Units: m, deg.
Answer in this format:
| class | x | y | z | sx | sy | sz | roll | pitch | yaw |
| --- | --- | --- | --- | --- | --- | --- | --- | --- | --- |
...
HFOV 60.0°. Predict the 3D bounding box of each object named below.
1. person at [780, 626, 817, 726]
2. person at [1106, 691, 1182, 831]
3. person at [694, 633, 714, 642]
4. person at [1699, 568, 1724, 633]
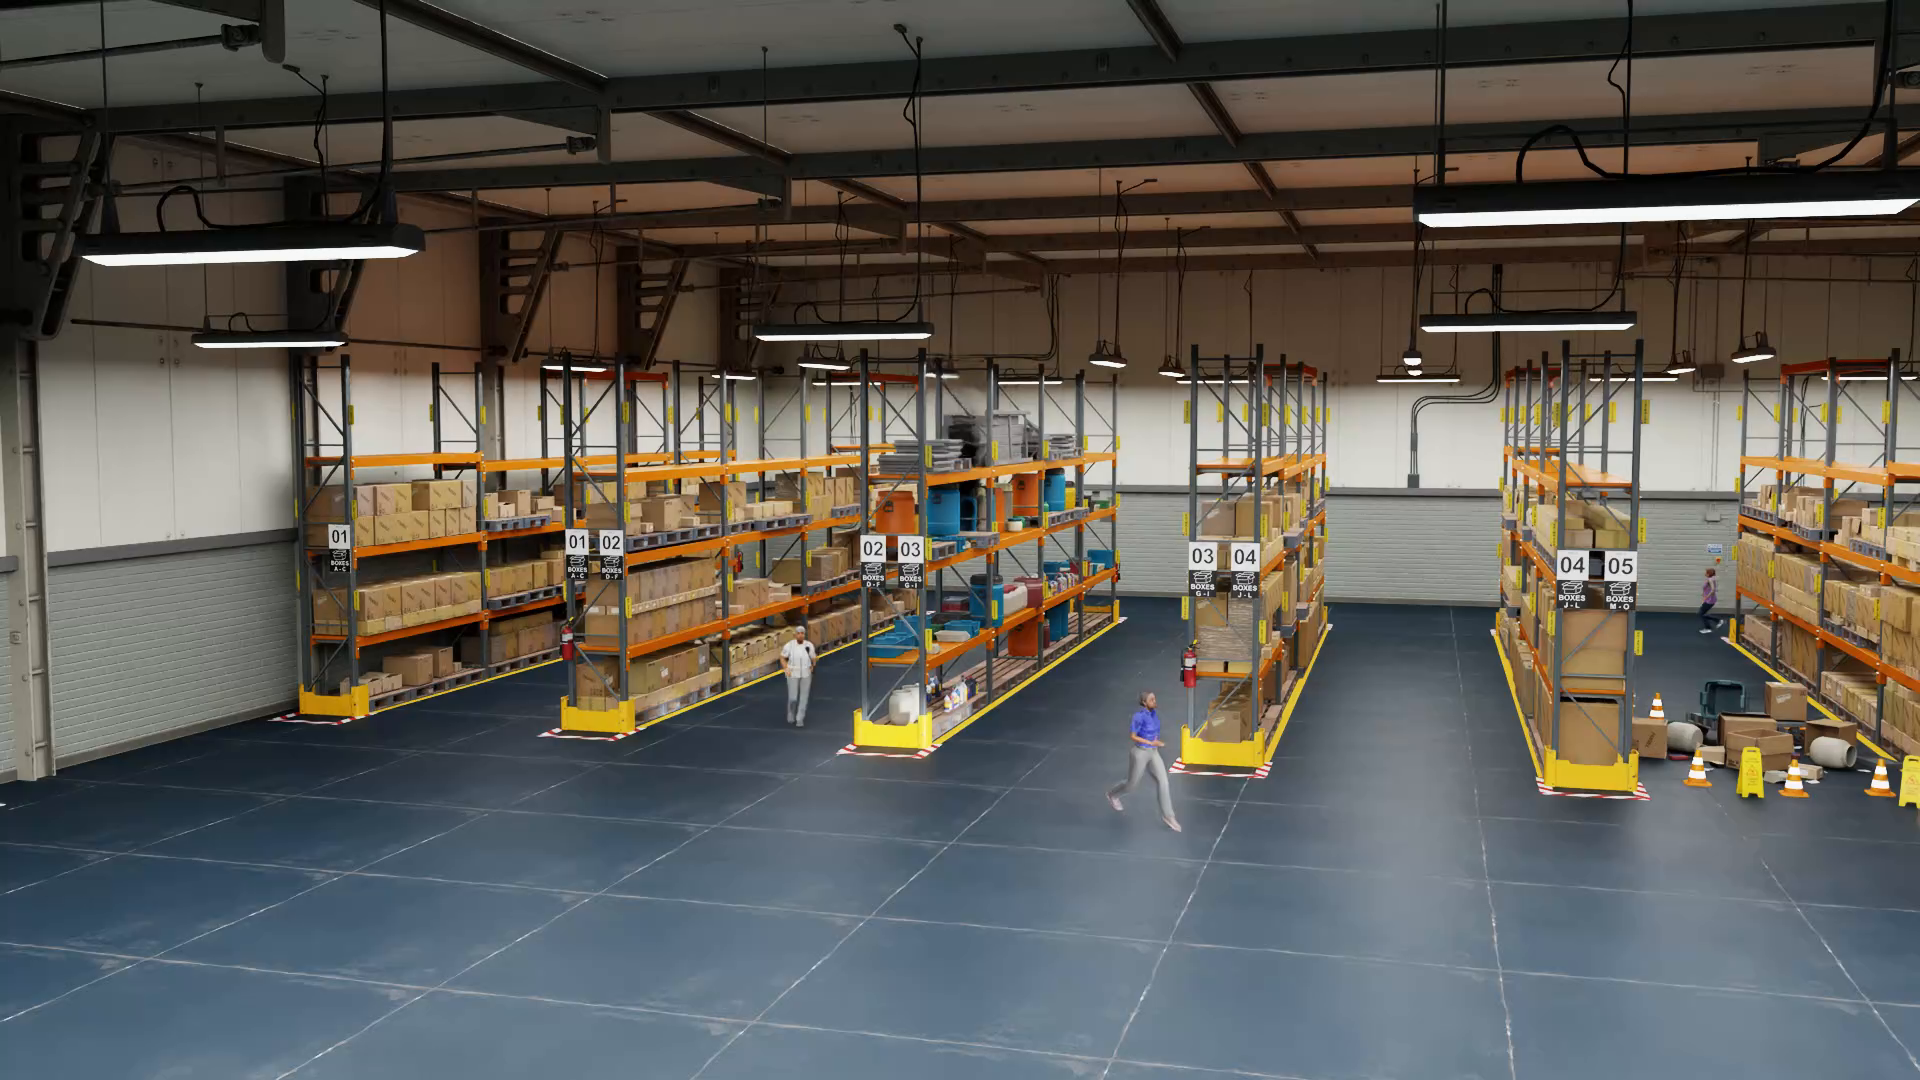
| class | x | y | z | sx | sy | sz | roll | pitch | yaw |
| --- | --- | --- | --- | --- | --- | --- | --- | --- | --- |
| person | -2.572 | 2.190 | 26.675 | 0.581 | 1.622 | 0.536 | -1 | 4 | -14 |
| person | 2.223 | 2.667 | 20.324 | 0.543 | 1.676 | 1.077 | -4 | 6 | -42 |
| person | -5.336 | 1.518 | 34.541 | 0.630 | 1.843 | 0.736 | 1 | 4 | 14 |
| person | 17.187 | 1.396 | 38.011 | 0.525 | 1.542 | 0.578 | 2 | 5 | 27 |
